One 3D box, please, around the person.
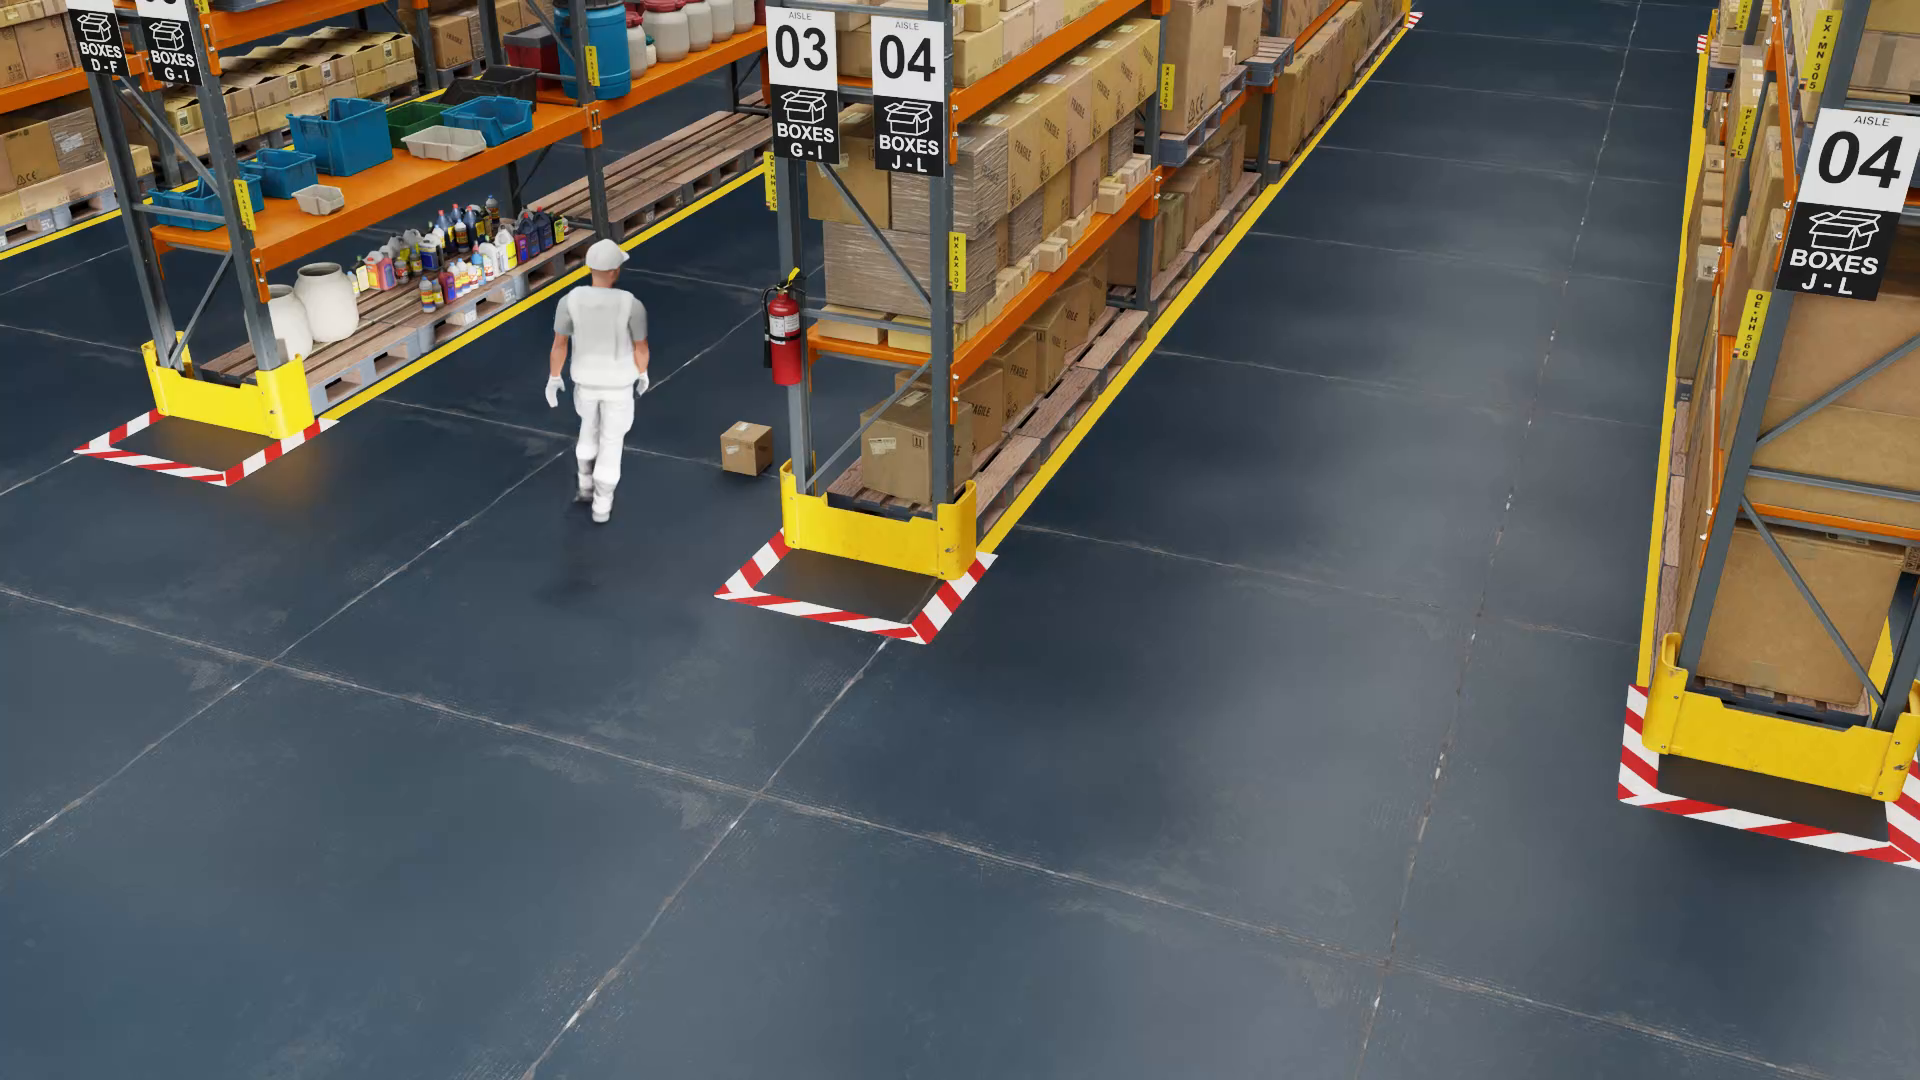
[{"bbox_3d":[-2.163,-0.953,10.094,0.641,1.832,0.465,1,29,2],"label":"person"}]
